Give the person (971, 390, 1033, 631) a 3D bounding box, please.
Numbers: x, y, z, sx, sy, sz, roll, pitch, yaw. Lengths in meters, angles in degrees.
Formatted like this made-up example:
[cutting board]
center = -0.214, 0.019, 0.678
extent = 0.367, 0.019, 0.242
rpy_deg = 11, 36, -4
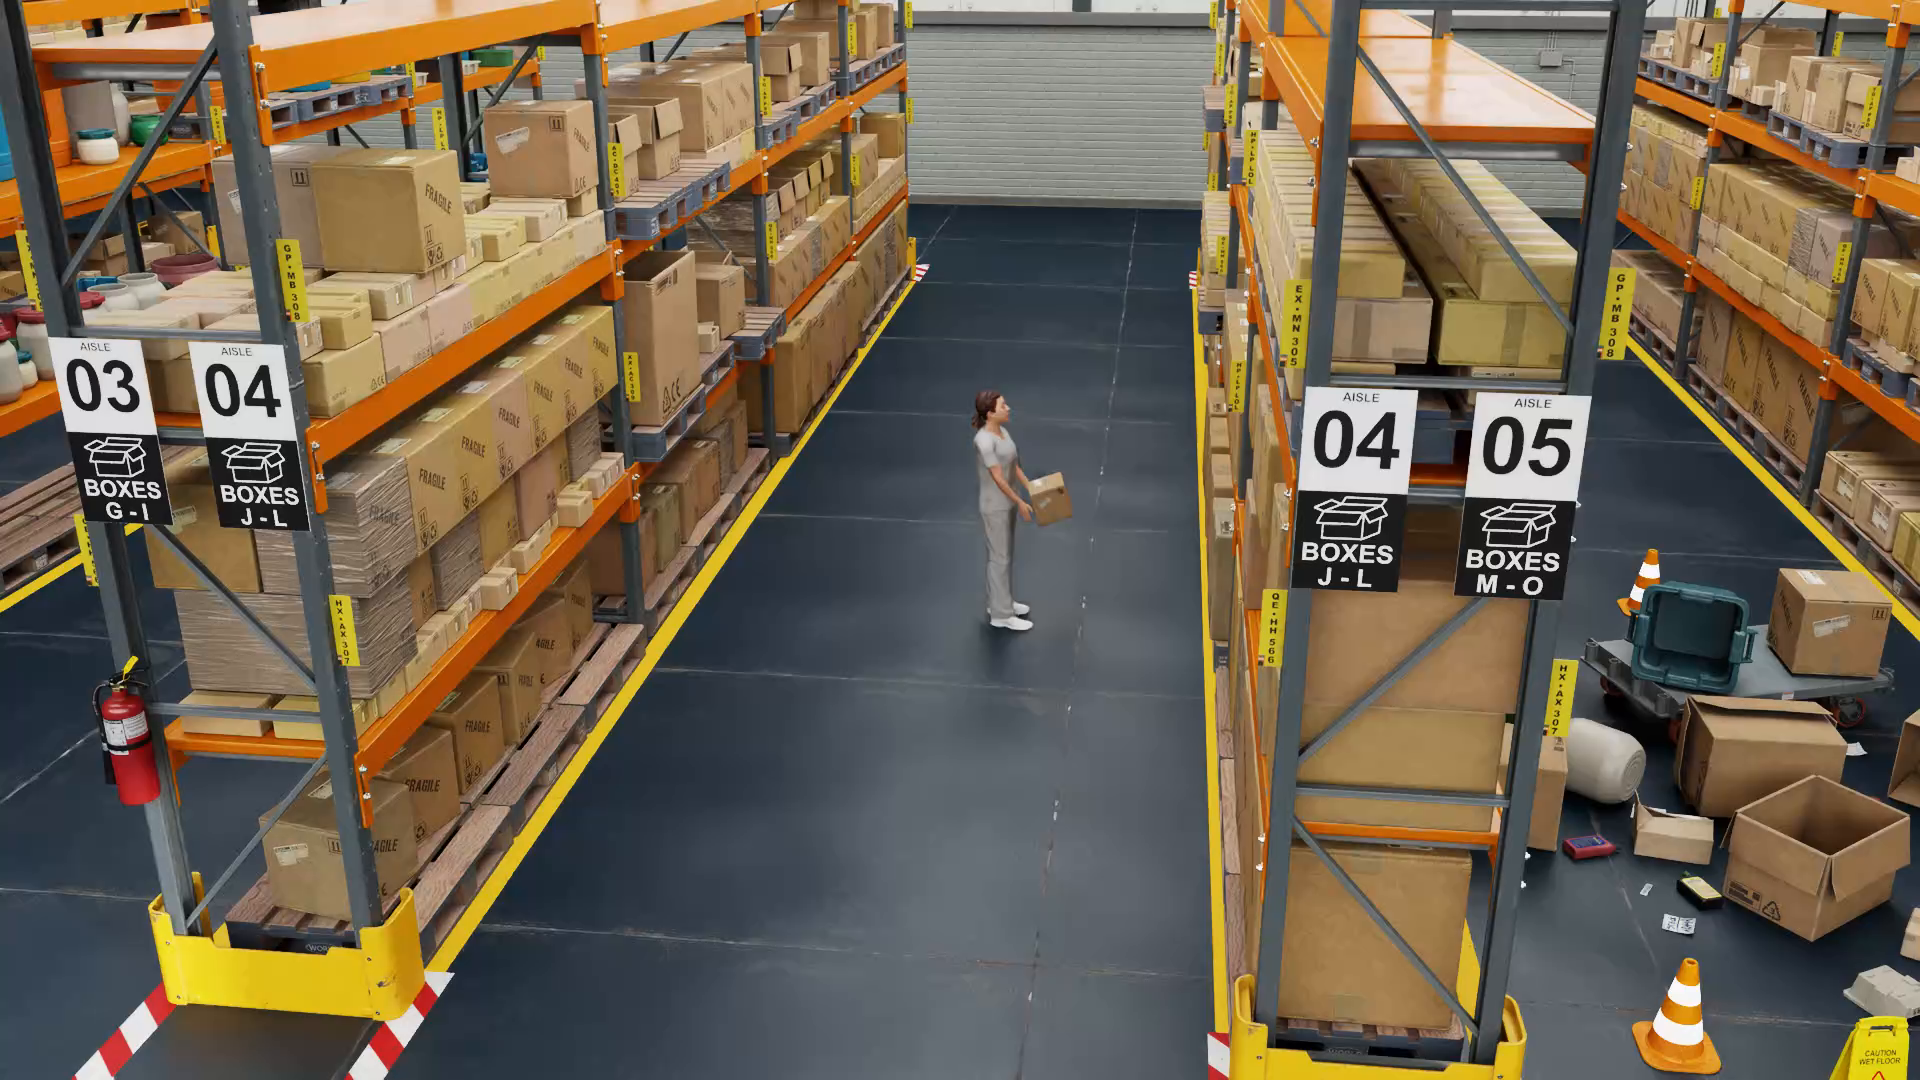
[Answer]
[person]
center = 0.321, -0.233, 11.676
extent = 0.522, 1.675, 0.475
rpy_deg = 7, 22, 17
